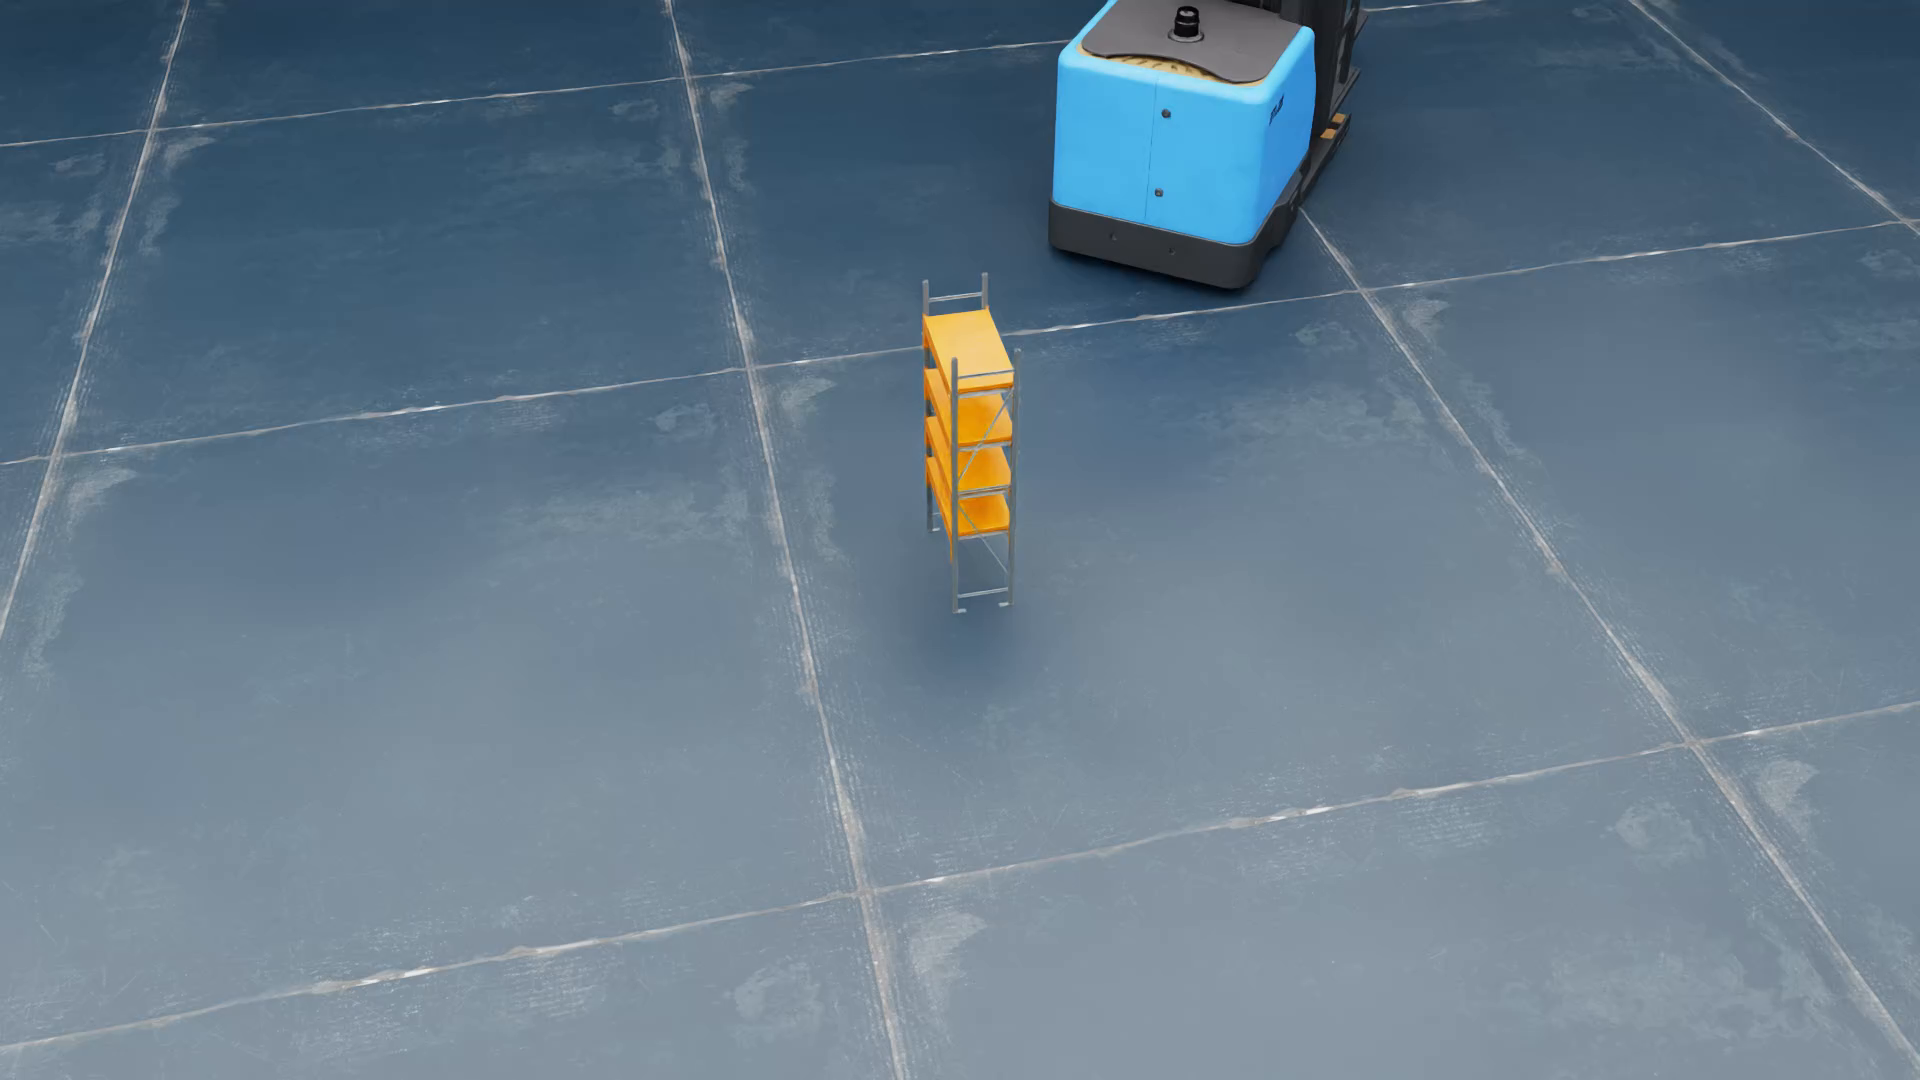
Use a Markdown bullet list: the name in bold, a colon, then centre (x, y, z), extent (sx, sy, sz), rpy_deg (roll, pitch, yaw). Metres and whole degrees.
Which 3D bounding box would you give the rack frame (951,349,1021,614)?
- **rack frame**: centre (0.088, -0.183, 6.053), extent (0.240, 1.200, 0.015), rpy_deg (-8, 42, -9)

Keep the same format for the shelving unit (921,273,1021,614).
- **shelving unit**: centre (0.036, -0.341, 6.231), extent (0.258, 1.200, 0.503), rpy_deg (-8, 42, -9)

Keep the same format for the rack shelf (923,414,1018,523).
- **rack shelf**: centre (0.036, -0.291, 6.275), extent (0.258, 0.148, 0.480), rpy_deg (-8, 42, -9)

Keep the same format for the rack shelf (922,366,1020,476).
- **rack shelf**: centre (0.036, -0.458, 6.127), extent (0.258, 0.148, 0.480), rpy_deg (-8, 42, -9)

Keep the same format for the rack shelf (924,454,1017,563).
- **rack shelf**: centre (0.036, -0.143, 6.407), extent (0.258, 0.148, 0.480), rpy_deg (-8, 42, -9)

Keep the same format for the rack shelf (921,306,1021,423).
- **rack shelf**: centre (0.036, -0.635, 5.970), extent (0.258, 0.148, 0.480), rpy_deg (-8, 42, -9)

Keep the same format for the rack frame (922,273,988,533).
- **rack frame**: centre (-0.017, -0.500, 6.409), extent (0.240, 1.200, 0.015), rpy_deg (-8, 42, -9)

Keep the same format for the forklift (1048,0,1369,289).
- **forklift**: centre (1.514, -3.287, 8.245), extent (1.130, 2.935, 3.031), rpy_deg (17, 44, 18)
